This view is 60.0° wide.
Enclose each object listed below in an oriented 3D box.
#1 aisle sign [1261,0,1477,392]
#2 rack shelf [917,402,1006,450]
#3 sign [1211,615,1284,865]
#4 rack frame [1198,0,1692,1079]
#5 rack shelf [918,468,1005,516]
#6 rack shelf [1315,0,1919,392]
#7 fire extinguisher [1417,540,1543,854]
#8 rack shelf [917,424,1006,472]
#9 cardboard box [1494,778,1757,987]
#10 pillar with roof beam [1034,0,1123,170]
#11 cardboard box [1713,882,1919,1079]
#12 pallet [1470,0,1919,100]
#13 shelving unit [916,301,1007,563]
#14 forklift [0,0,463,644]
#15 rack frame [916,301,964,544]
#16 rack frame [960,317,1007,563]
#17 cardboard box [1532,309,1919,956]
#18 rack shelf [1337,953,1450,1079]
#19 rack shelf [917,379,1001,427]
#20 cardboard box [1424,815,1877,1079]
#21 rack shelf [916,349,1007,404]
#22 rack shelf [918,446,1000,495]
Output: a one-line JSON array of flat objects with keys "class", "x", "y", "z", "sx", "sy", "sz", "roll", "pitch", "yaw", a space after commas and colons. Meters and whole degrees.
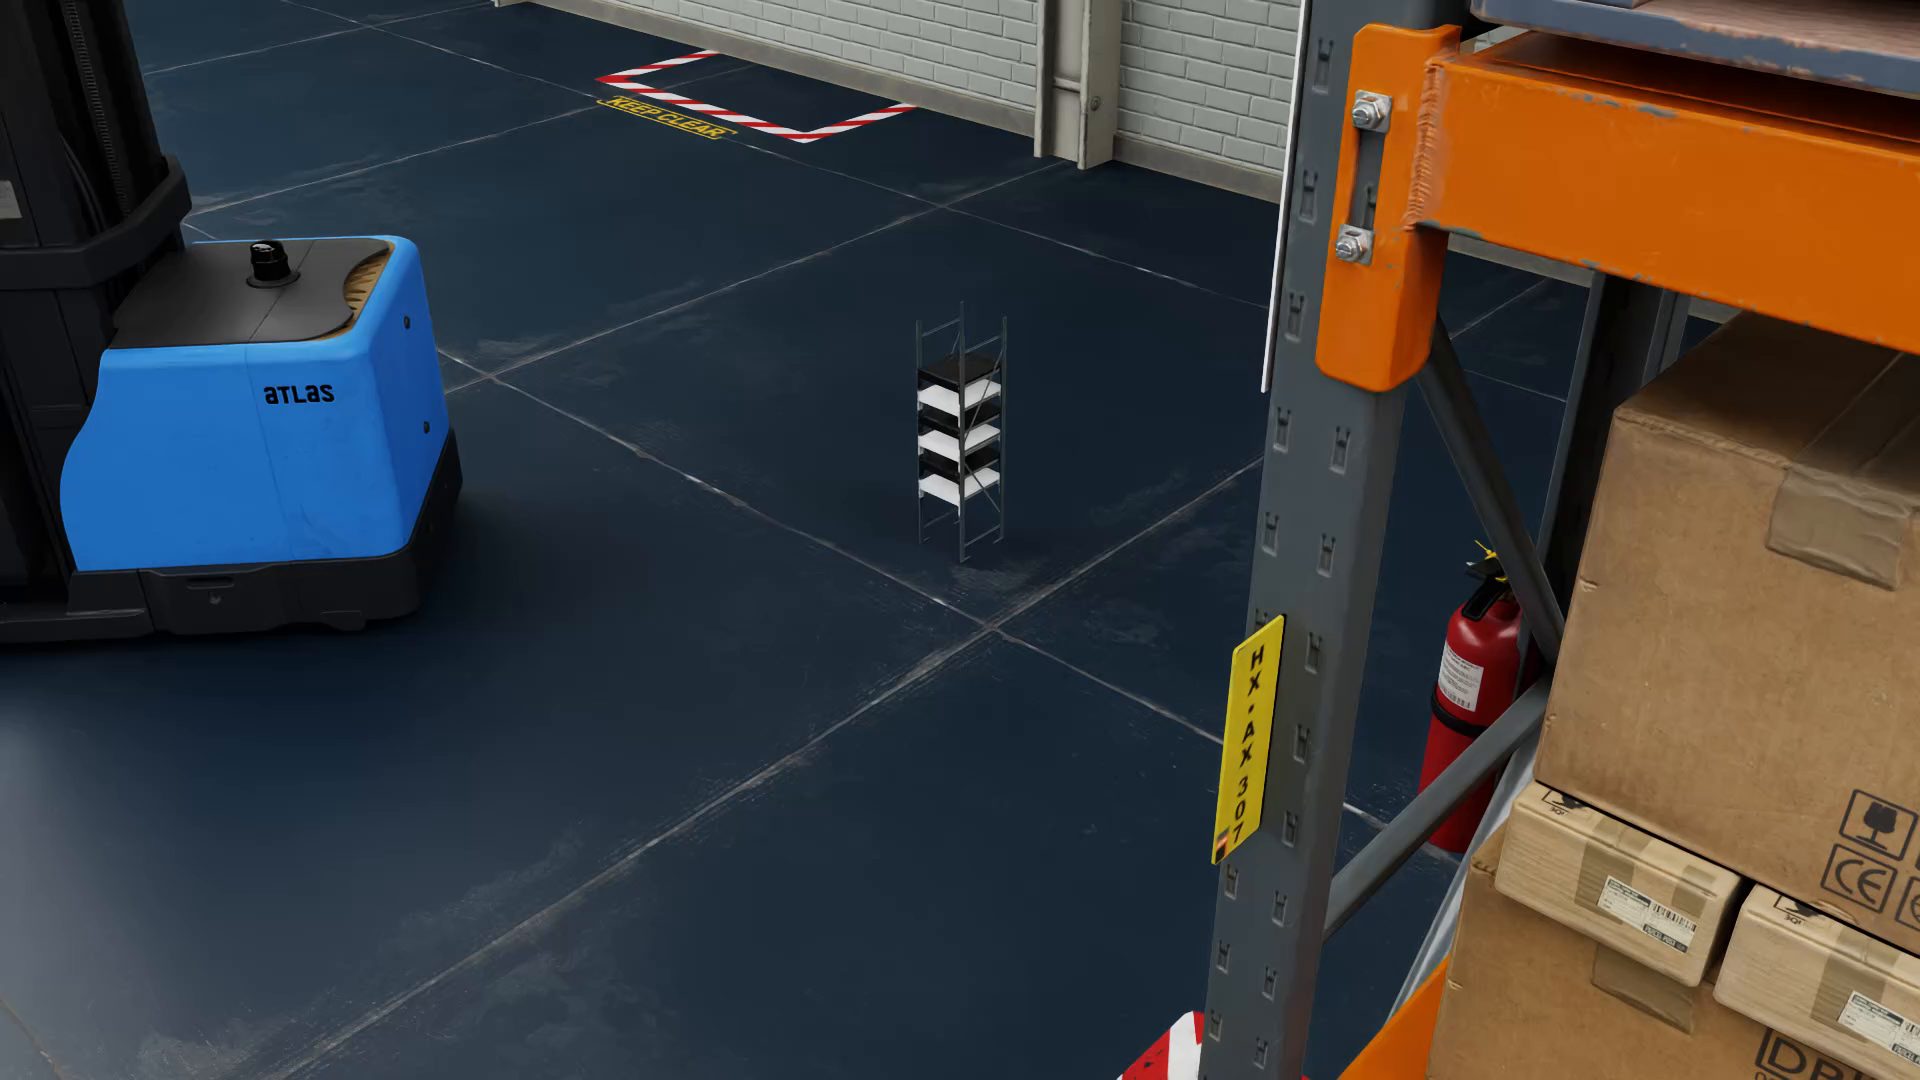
[{"class": "aisle sign", "x": 0.470, "y": -0.578, "z": 1.781, "sx": 0.004, "sy": 0.787, "sz": 0.394, "roll": 25, "pitch": 39, "yaw": 35}, {"class": "rack shelf", "x": 0.006, "y": -0.431, "z": 5.984, "sx": 0.200, "sy": 0.077, "sz": 0.258, "roll": 25, "pitch": 39, "yaw": 35}, {"class": "sign", "x": 0.348, "y": 0.247, "z": 2.016, "sx": 0.005, "sy": 0.325, "sz": 0.100, "roll": 25, "pitch": 39, "yaw": 35}, {"class": "rack frame", "x": 0.727, "y": 0.440, "z": 2.611, "sx": 0.053, "sy": 2.616, "sz": 0.949, "roll": 25, "pitch": 39, "yaw": 35}, {"class": "rack shelf", "x": 0.006, "y": -0.200, "z": 6.123, "sx": 0.200, "sy": 0.077, "sz": 0.258, "roll": 25, "pitch": 39, "yaw": 35}, {"class": "rack shelf", "x": 2.208, "y": 0.157, "z": 0.871, "sx": 4.000, "sy": 0.370, "sz": 1.077, "roll": 25, "pitch": 39, "yaw": 35}, {"class": "fire extinguisher", "x": 0.949, "y": 0.256, "z": 2.992, "sx": 0.183, "sy": 0.674, "sz": 0.296, "roll": 25, "pitch": 39, "yaw": 35}, {"class": "rack shelf", "x": 0.006, "y": -0.354, "z": 6.030, "sx": 0.200, "sy": 0.077, "sz": 0.258, "roll": 25, "pitch": 39, "yaw": 35}, {"class": "cardboard box", "x": 0.871, "y": 0.339, "z": 2.053, "sx": 0.250, "sy": 0.149, "sz": 0.380, "roll": 25, "pitch": 39, "yaw": 35}, {"class": "pillar with roof beam", "x": -2.192, "y": -4.543, "z": 5.072, "sx": 0.400, "sy": 9.000, "sz": 9.100, "roll": 25, "pitch": 39, "yaw": 35}, {"class": "cardboard box", "x": 1.069, "y": 0.429, "z": 1.903, "sx": 0.250, "sy": 0.149, "sz": 0.380, "roll": 24, "pitch": 38, "yaw": 34}, {"class": "pallet", "x": 1.232, "y": -0.551, "z": 1.435, "sx": 1.213, "sy": 0.211, "sz": 1.003, "roll": 25, "pitch": 39, "yaw": 35}, {"class": "shelving unit", "x": 0.006, "y": -0.383, "z": 6.013, "sx": 0.210, "sy": 0.900, "sz": 0.258, "roll": 25, "pitch": 39, "yaw": 35}, {"class": "forklift", "x": -3.404, "y": -1.126, "z": 5.278, "sx": 3.031, "sy": 2.935, "sz": 1.130, "roll": -3, "pitch": 31, "yaw": -5}, {"class": "rack frame", "x": -0.069, "y": -0.418, "z": 6.072, "sx": 0.006, "sy": 0.900, "sz": 0.240, "roll": 25, "pitch": 39, "yaw": 35}, {"class": "rack frame", "x": 0.081, "y": -0.348, "z": 5.955, "sx": 0.006, "sy": 0.900, "sz": 0.240, "roll": 25, "pitch": 39, "yaw": 35}, {"class": "cardboard box", "x": 1.102, "y": 0.027, "z": 1.941, "sx": 0.500, "sy": 0.500, "sz": 0.700, "roll": 25, "pitch": 39, "yaw": 35}, {"class": "rack shelf", "x": 2.208, "y": 1.442, "z": 1.644, "sx": 4.000, "sy": 0.370, "sz": 1.077, "roll": 25, "pitch": 39, "yaw": 35}, {"class": "rack shelf", "x": 0.006, "y": -0.508, "z": 5.938, "sx": 0.200, "sy": 0.077, "sz": 0.258, "roll": 25, "pitch": 39, "yaw": 35}, {"class": "cardboard box", "x": 1.062, "y": 0.565, "z": 2.306, "sx": 0.500, "sy": 0.500, "sz": 0.700, "roll": 25, "pitch": 39, "yaw": 35}, {"class": "rack shelf", "x": 0.006, "y": -0.585, "z": 5.891, "sx": 0.200, "sy": 0.077, "sz": 0.258, "roll": 25, "pitch": 39, "yaw": 35}, {"class": "rack shelf", "x": 0.006, "y": -0.277, "z": 6.077, "sx": 0.200, "sy": 0.077, "sz": 0.258, "roll": 25, "pitch": 39, "yaw": 35}]
